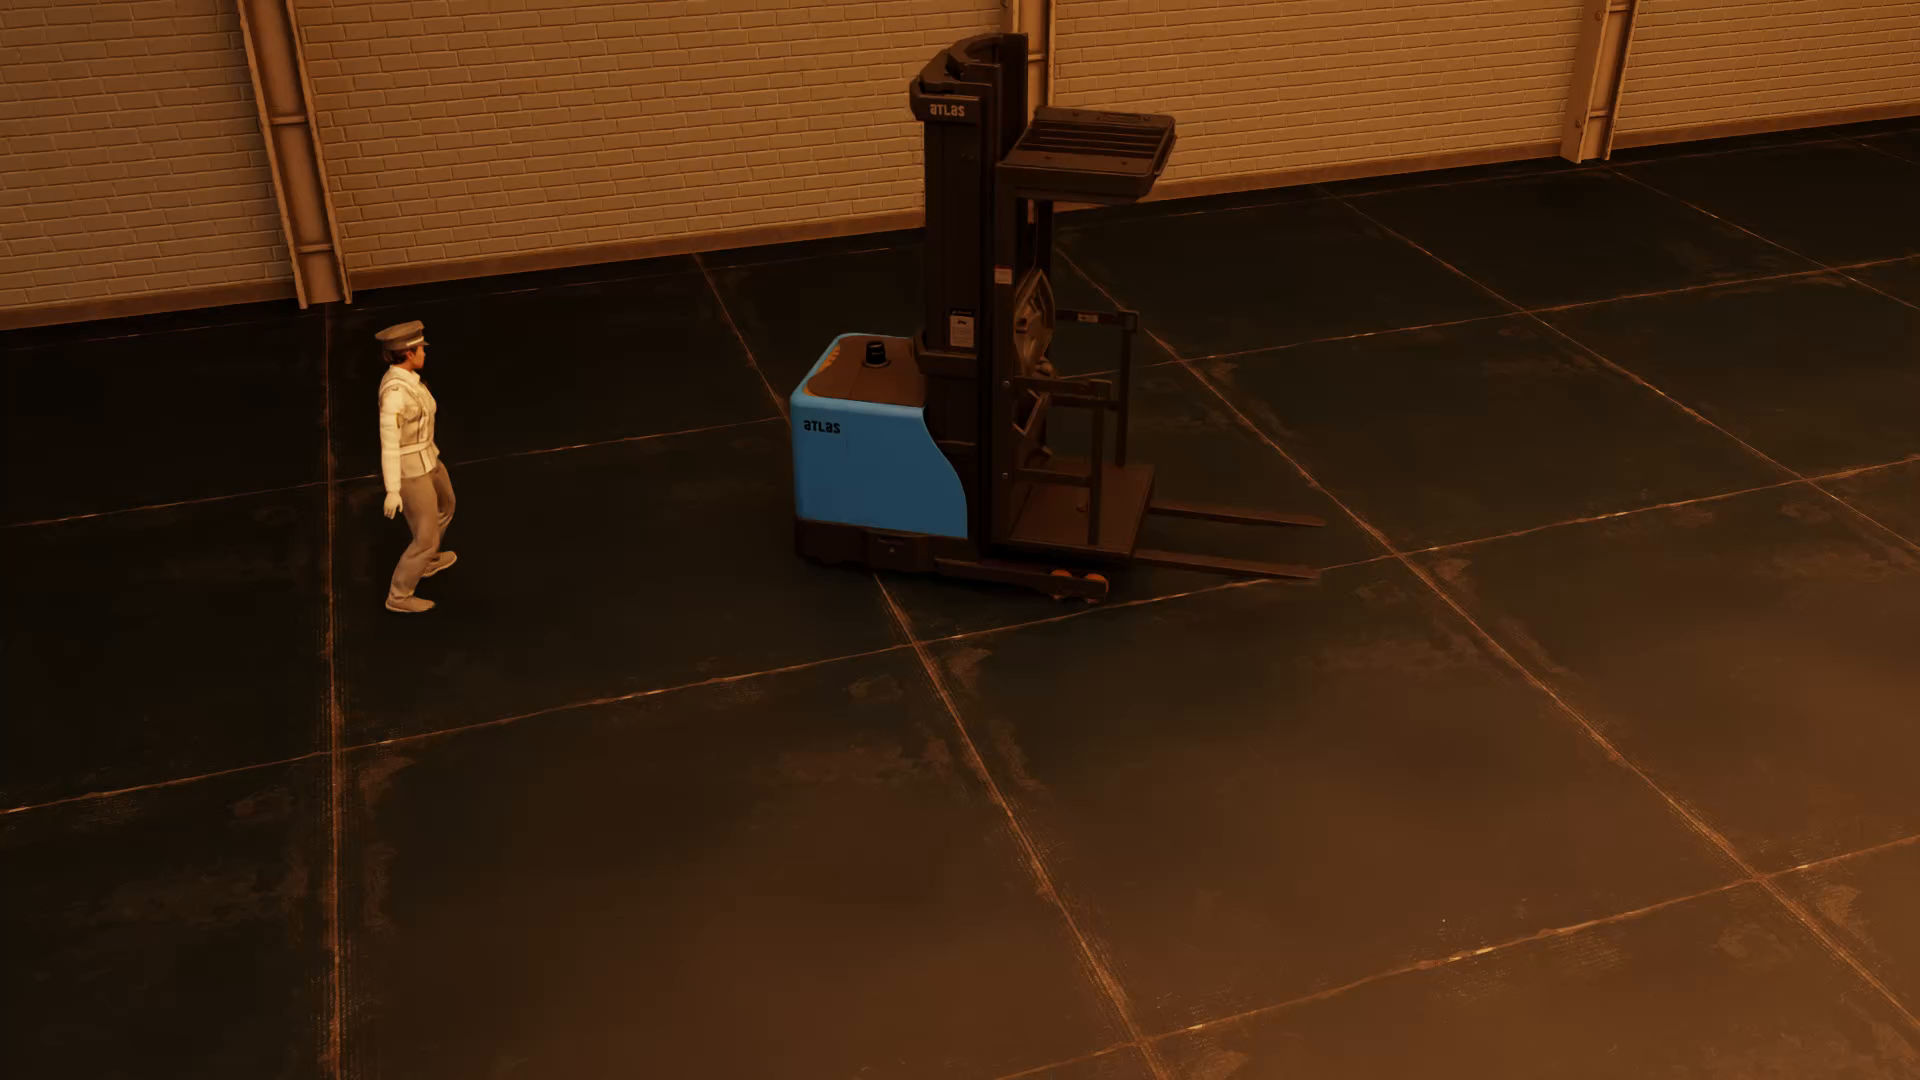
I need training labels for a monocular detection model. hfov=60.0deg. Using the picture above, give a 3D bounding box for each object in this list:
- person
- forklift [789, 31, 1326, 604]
[{"bbox_3d":[-3.030,-0.372,9.103,0.431,1.646,0.811,-4,30,-7],"label":"person"},{"bbox_3d":[0.599,-1.204,9.179,3.031,2.935,1.130,7,31,12],"label":"forklift"}]
